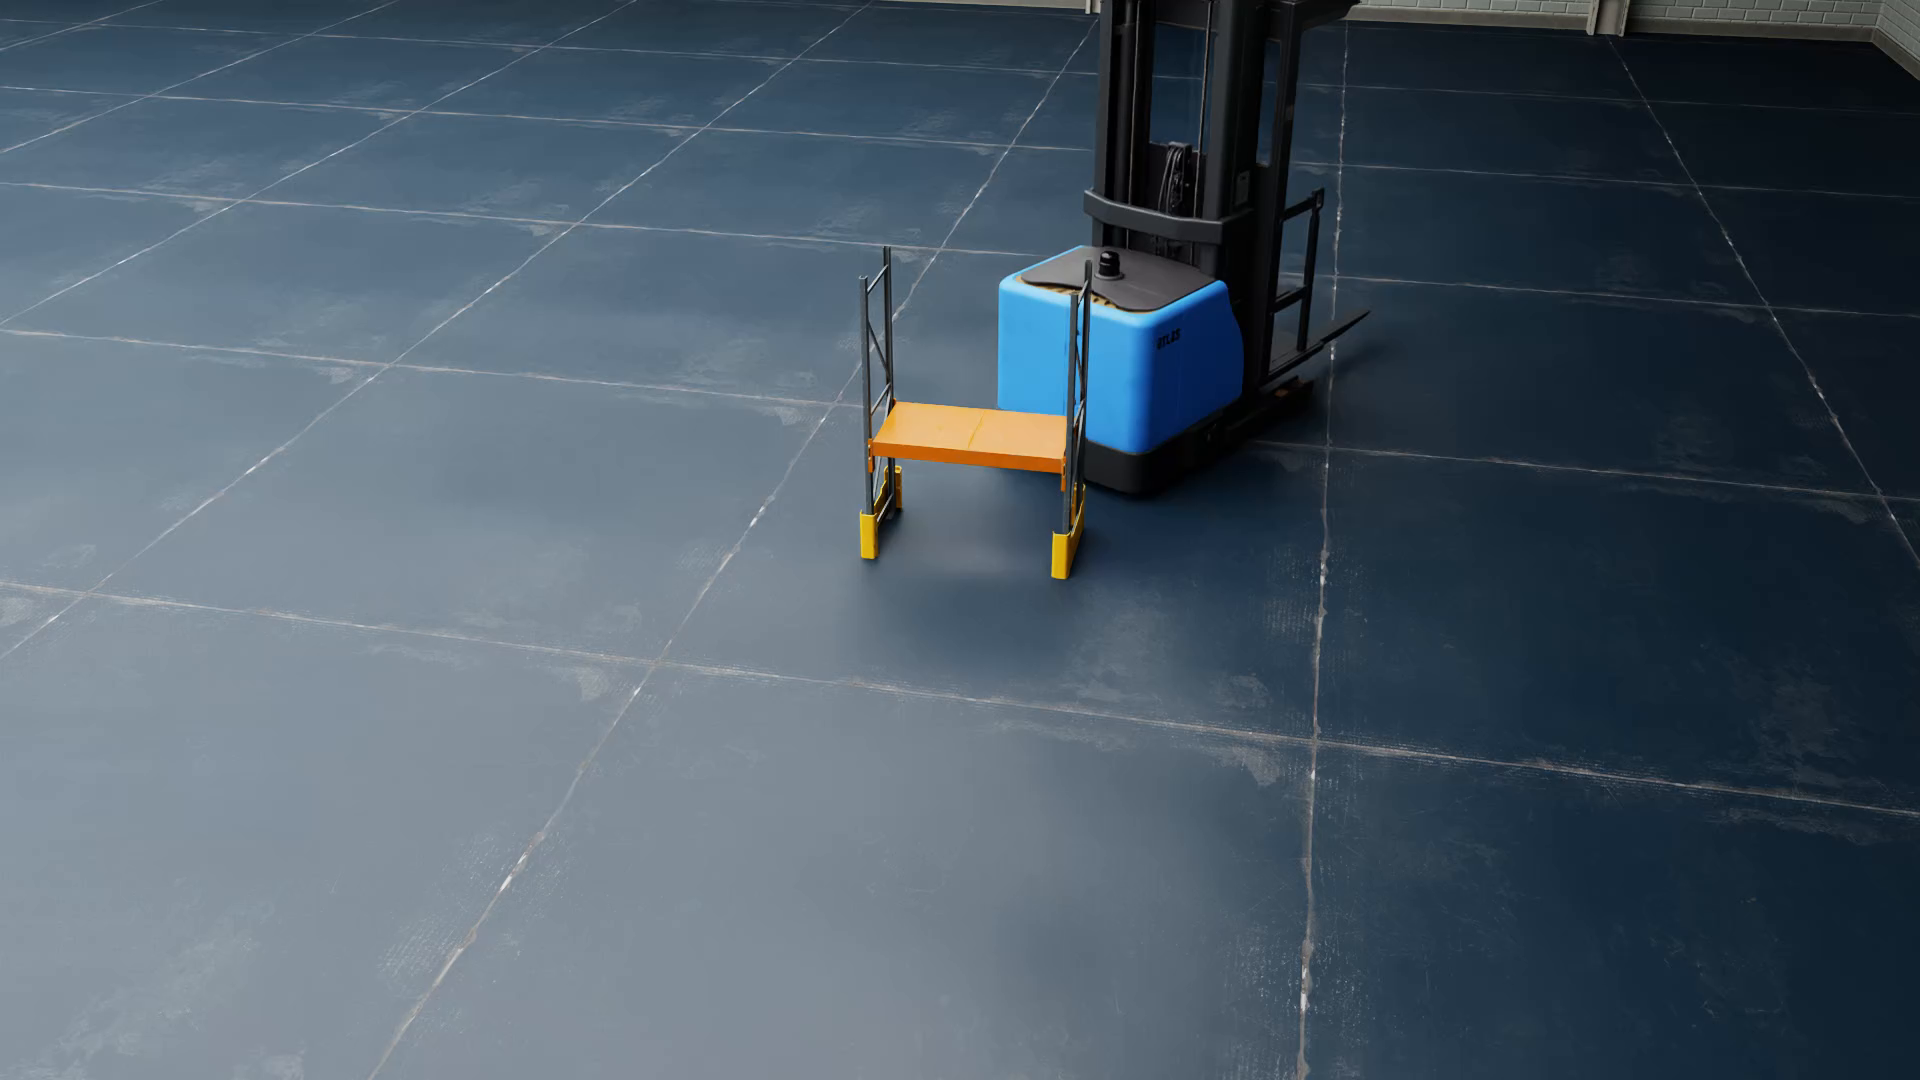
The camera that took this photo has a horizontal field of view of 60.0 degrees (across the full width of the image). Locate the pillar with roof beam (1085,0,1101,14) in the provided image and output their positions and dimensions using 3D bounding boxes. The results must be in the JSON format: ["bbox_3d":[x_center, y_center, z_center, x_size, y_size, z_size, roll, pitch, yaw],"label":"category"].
[{"bbox_3d":[0.894,-8.553,15.002,0.400,9.000,9.100,6,29,11],"label":"pillar with roof beam"}]

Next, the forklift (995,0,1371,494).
[{"bbox_3d":[1.524,-2.174,9.669,1.130,2.935,3.031,22,35,34],"label":"forklift"}]

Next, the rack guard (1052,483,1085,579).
[{"bbox_3d":[0.562,-0.052,8.585,0.087,0.250,0.587,6,29,11],"label":"rack guard"}]

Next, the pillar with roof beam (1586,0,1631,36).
[{"bbox_3d":[6.761,-7.952,13.903,0.400,9.000,9.100,6,29,11],"label":"pillar with roof beam"}]

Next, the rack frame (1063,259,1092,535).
[{"bbox_3d":[0.581,-0.598,8.281,0.032,1.500,0.500,6,29,11],"label":"rack frame"}]

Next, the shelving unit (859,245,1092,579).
[{"bbox_3d":[0.075,-0.650,8.376,1.083,1.500,0.587,6,29,11],"label":"shelving unit"}]

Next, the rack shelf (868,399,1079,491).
[{"bbox_3d":[0.083,-0.492,8.461,1.000,0.185,0.538,6,29,11],"label":"rack shelf"}]

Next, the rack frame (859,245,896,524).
[{"bbox_3d":[-0.414,-0.700,8.467,0.032,1.500,0.500,6,29,11],"label":"rack frame"}]

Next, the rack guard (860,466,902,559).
[{"bbox_3d":[-0.412,-0.152,8.767,0.087,0.250,0.587,6,29,11],"label":"rack guard"}]
